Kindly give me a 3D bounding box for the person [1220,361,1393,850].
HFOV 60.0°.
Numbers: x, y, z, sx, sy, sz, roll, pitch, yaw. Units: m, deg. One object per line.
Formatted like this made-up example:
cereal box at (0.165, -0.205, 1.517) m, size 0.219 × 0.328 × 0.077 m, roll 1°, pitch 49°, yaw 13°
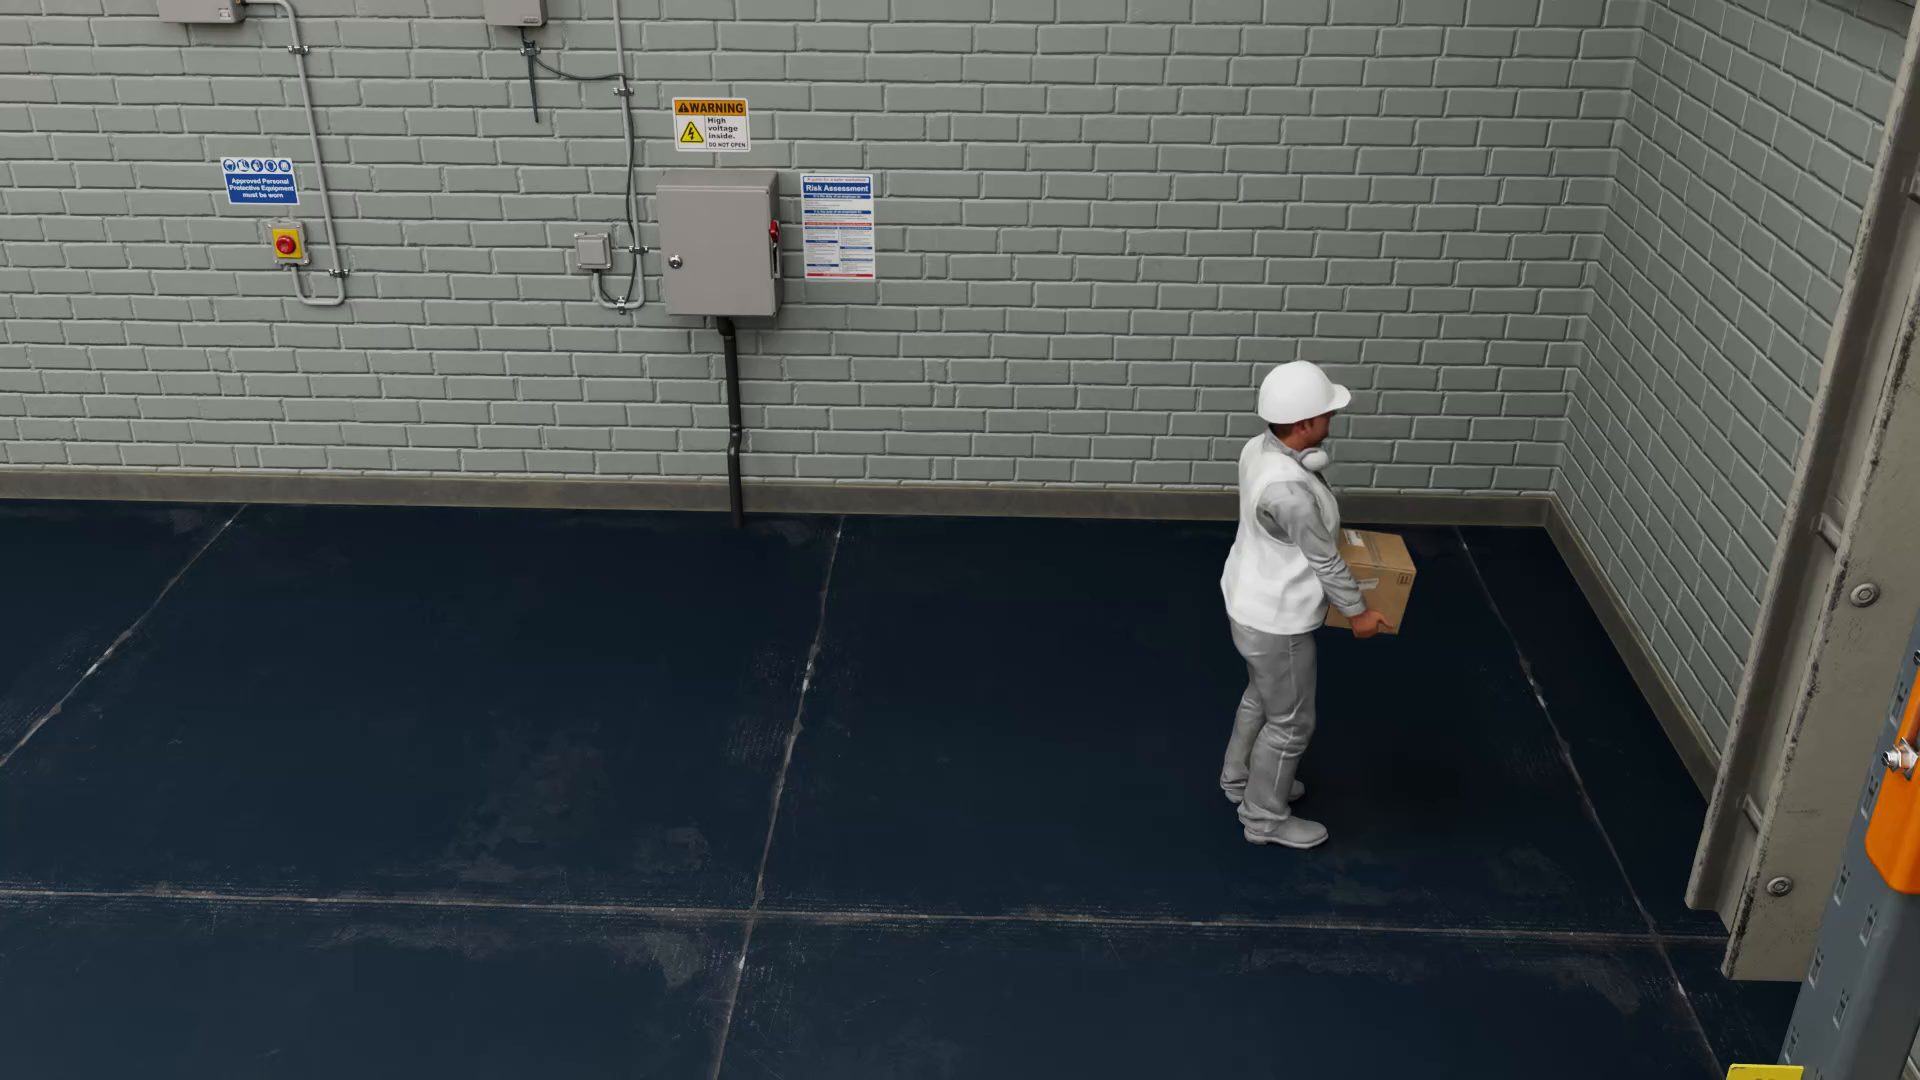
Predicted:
person at (1.169, 0.224, 5.672) m, size 0.551 × 1.772 × 0.495 m, roll 1°, pitch 28°, yaw 1°
